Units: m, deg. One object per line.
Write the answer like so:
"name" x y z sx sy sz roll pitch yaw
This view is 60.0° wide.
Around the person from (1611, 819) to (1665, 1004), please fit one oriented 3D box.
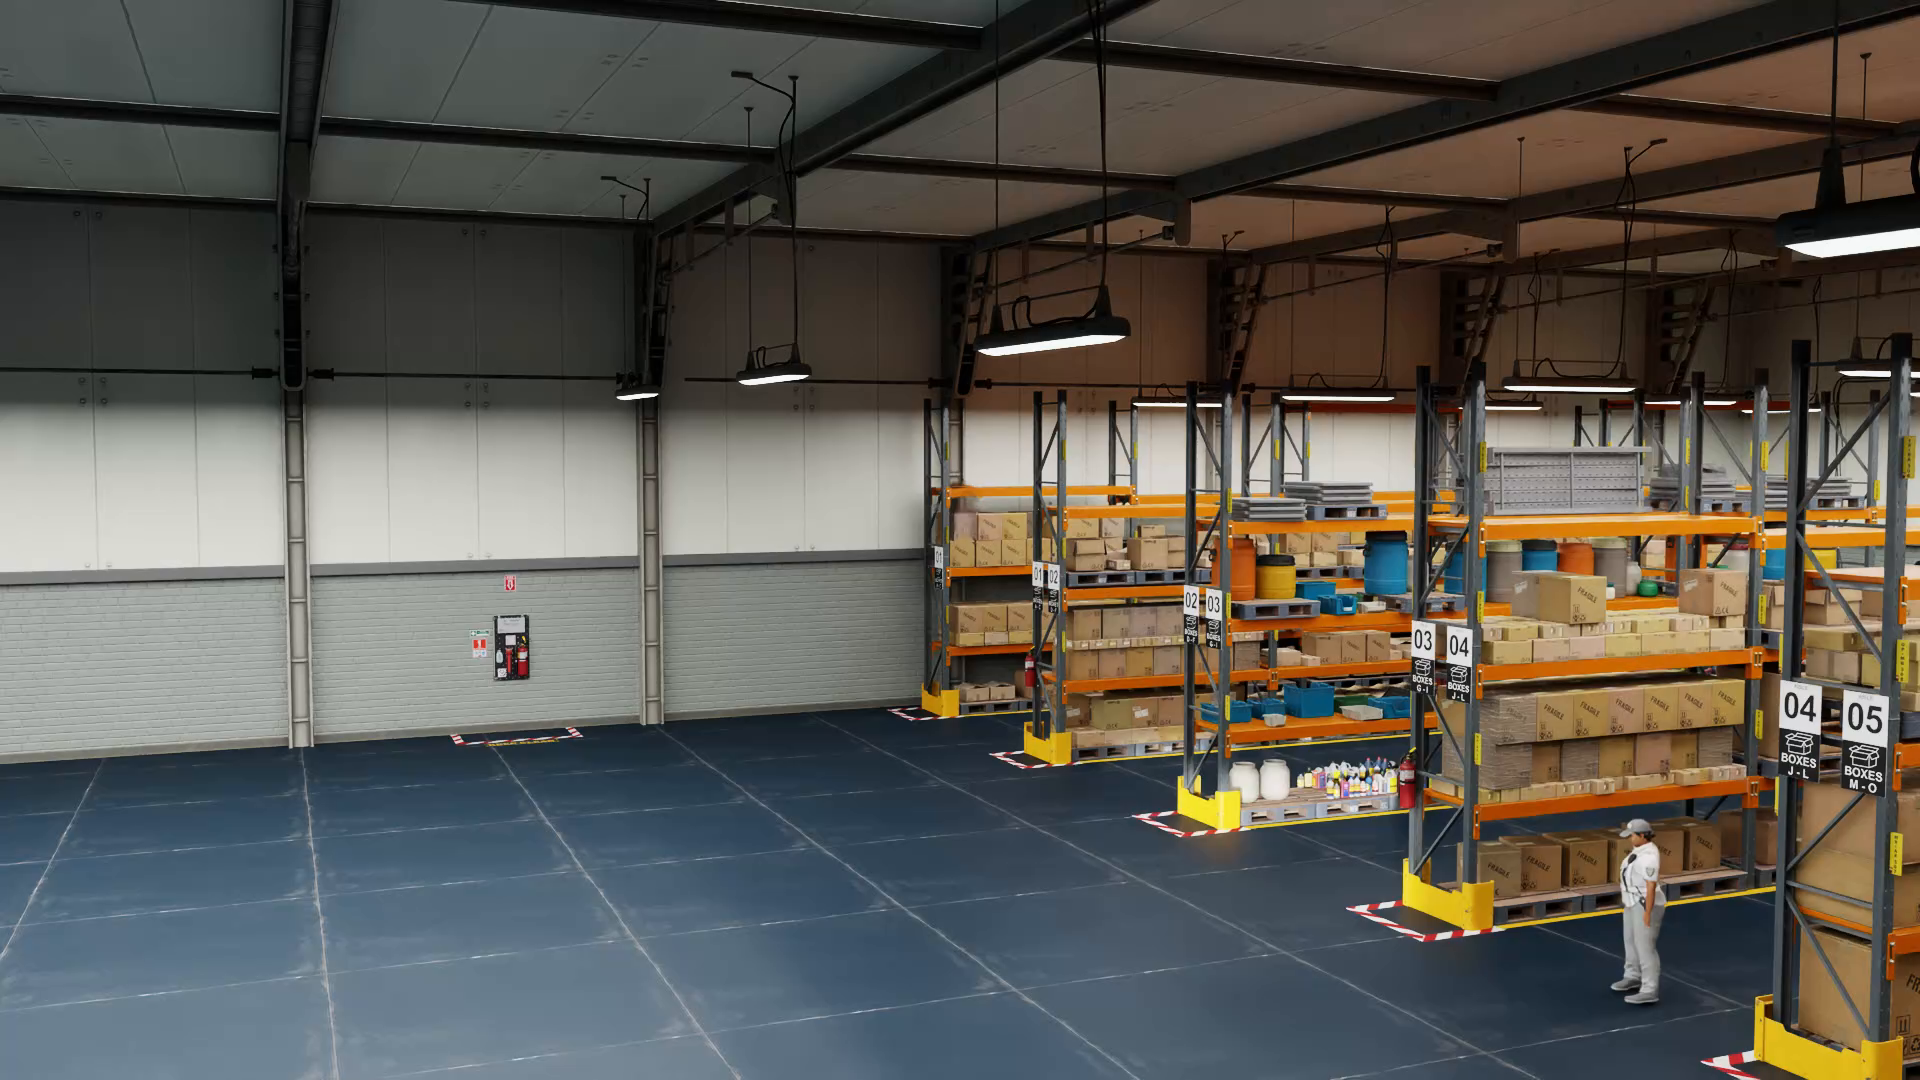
"person" 6.315 3.424 15.479 0.382 1.662 0.530 0 3 8
